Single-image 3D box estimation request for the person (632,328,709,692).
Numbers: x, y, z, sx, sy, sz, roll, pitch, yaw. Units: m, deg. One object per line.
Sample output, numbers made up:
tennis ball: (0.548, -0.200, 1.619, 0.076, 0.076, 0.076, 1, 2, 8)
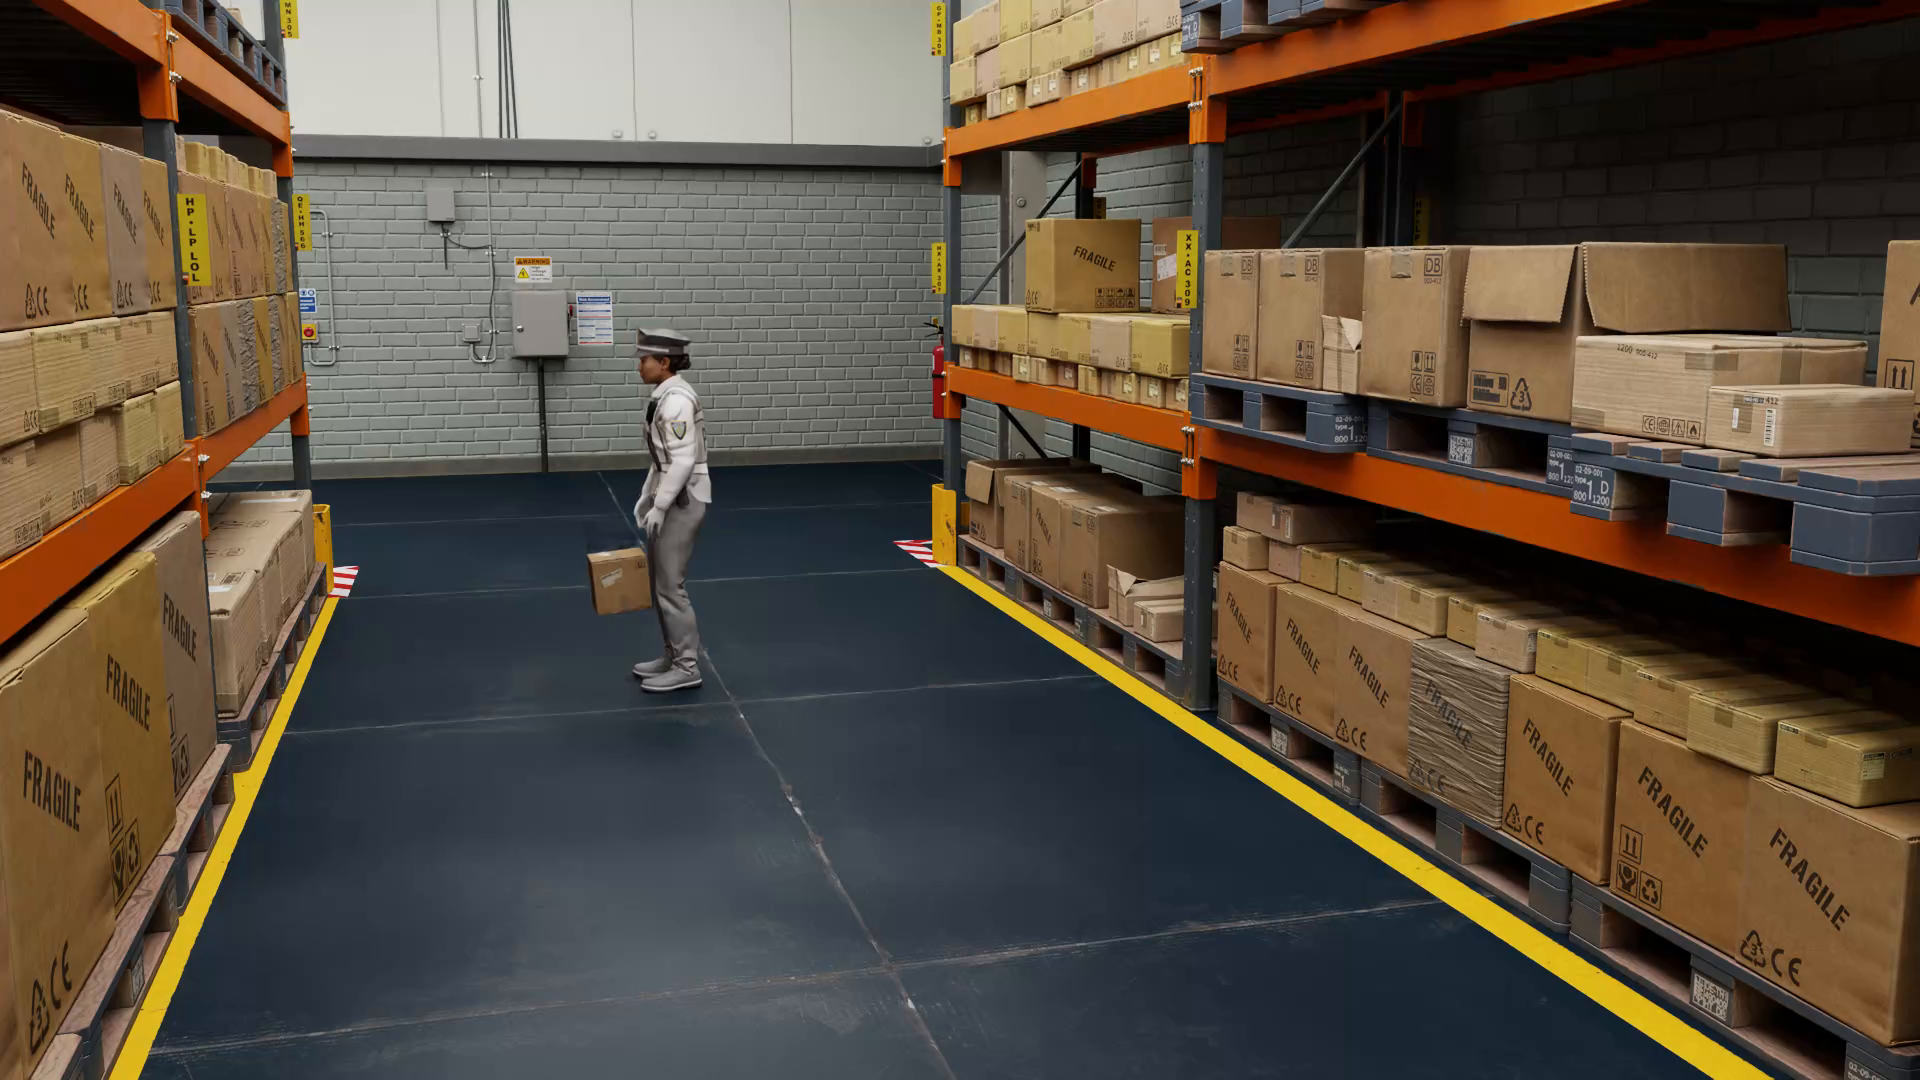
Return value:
person: (-1.362, -0.154, 7.771, 0.346, 1.673, 0.438, -3, 10, -17)
